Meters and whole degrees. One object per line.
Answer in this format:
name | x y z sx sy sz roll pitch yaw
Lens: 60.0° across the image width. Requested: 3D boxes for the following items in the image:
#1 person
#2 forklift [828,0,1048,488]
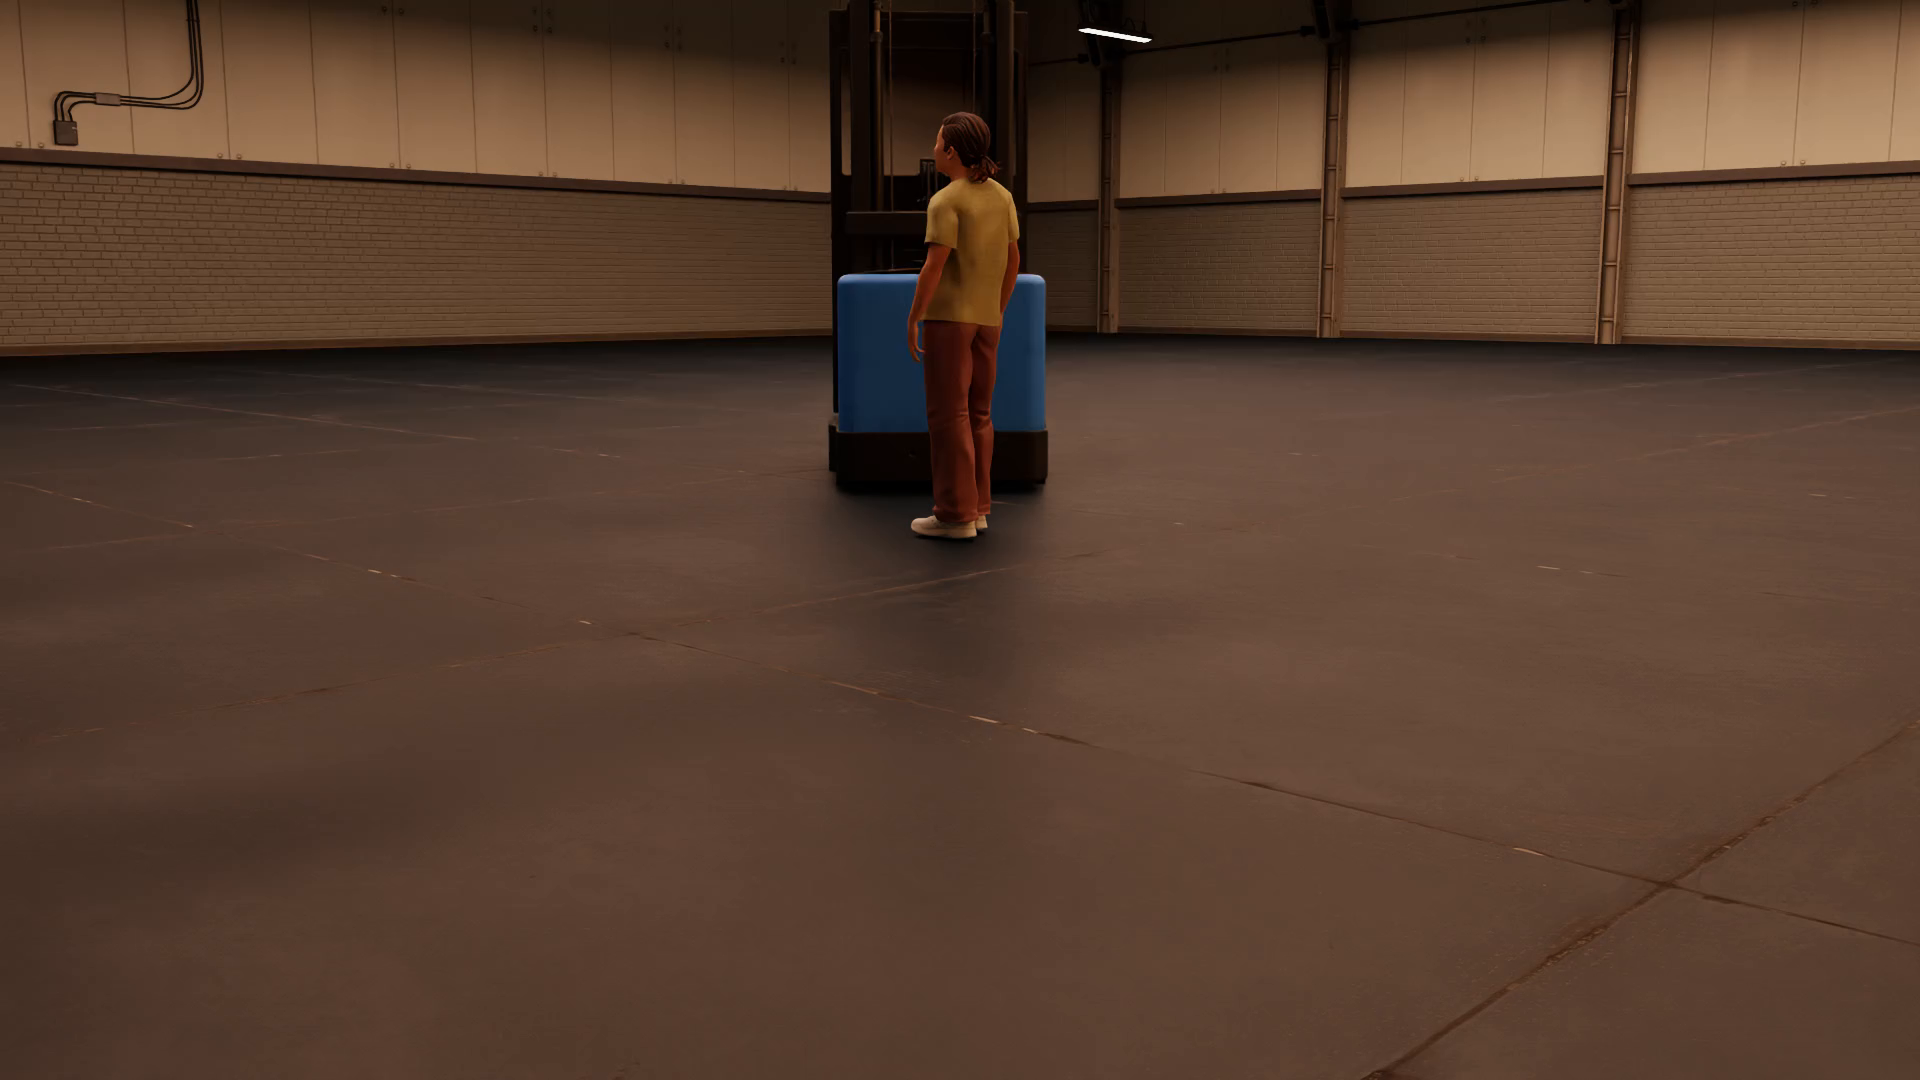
person | -0.046 -0.845 6.650 0.548 1.673 0.554 8 12 43
forklift | -0.190 -1.894 9.451 1.130 2.935 3.031 -1 9 -4
